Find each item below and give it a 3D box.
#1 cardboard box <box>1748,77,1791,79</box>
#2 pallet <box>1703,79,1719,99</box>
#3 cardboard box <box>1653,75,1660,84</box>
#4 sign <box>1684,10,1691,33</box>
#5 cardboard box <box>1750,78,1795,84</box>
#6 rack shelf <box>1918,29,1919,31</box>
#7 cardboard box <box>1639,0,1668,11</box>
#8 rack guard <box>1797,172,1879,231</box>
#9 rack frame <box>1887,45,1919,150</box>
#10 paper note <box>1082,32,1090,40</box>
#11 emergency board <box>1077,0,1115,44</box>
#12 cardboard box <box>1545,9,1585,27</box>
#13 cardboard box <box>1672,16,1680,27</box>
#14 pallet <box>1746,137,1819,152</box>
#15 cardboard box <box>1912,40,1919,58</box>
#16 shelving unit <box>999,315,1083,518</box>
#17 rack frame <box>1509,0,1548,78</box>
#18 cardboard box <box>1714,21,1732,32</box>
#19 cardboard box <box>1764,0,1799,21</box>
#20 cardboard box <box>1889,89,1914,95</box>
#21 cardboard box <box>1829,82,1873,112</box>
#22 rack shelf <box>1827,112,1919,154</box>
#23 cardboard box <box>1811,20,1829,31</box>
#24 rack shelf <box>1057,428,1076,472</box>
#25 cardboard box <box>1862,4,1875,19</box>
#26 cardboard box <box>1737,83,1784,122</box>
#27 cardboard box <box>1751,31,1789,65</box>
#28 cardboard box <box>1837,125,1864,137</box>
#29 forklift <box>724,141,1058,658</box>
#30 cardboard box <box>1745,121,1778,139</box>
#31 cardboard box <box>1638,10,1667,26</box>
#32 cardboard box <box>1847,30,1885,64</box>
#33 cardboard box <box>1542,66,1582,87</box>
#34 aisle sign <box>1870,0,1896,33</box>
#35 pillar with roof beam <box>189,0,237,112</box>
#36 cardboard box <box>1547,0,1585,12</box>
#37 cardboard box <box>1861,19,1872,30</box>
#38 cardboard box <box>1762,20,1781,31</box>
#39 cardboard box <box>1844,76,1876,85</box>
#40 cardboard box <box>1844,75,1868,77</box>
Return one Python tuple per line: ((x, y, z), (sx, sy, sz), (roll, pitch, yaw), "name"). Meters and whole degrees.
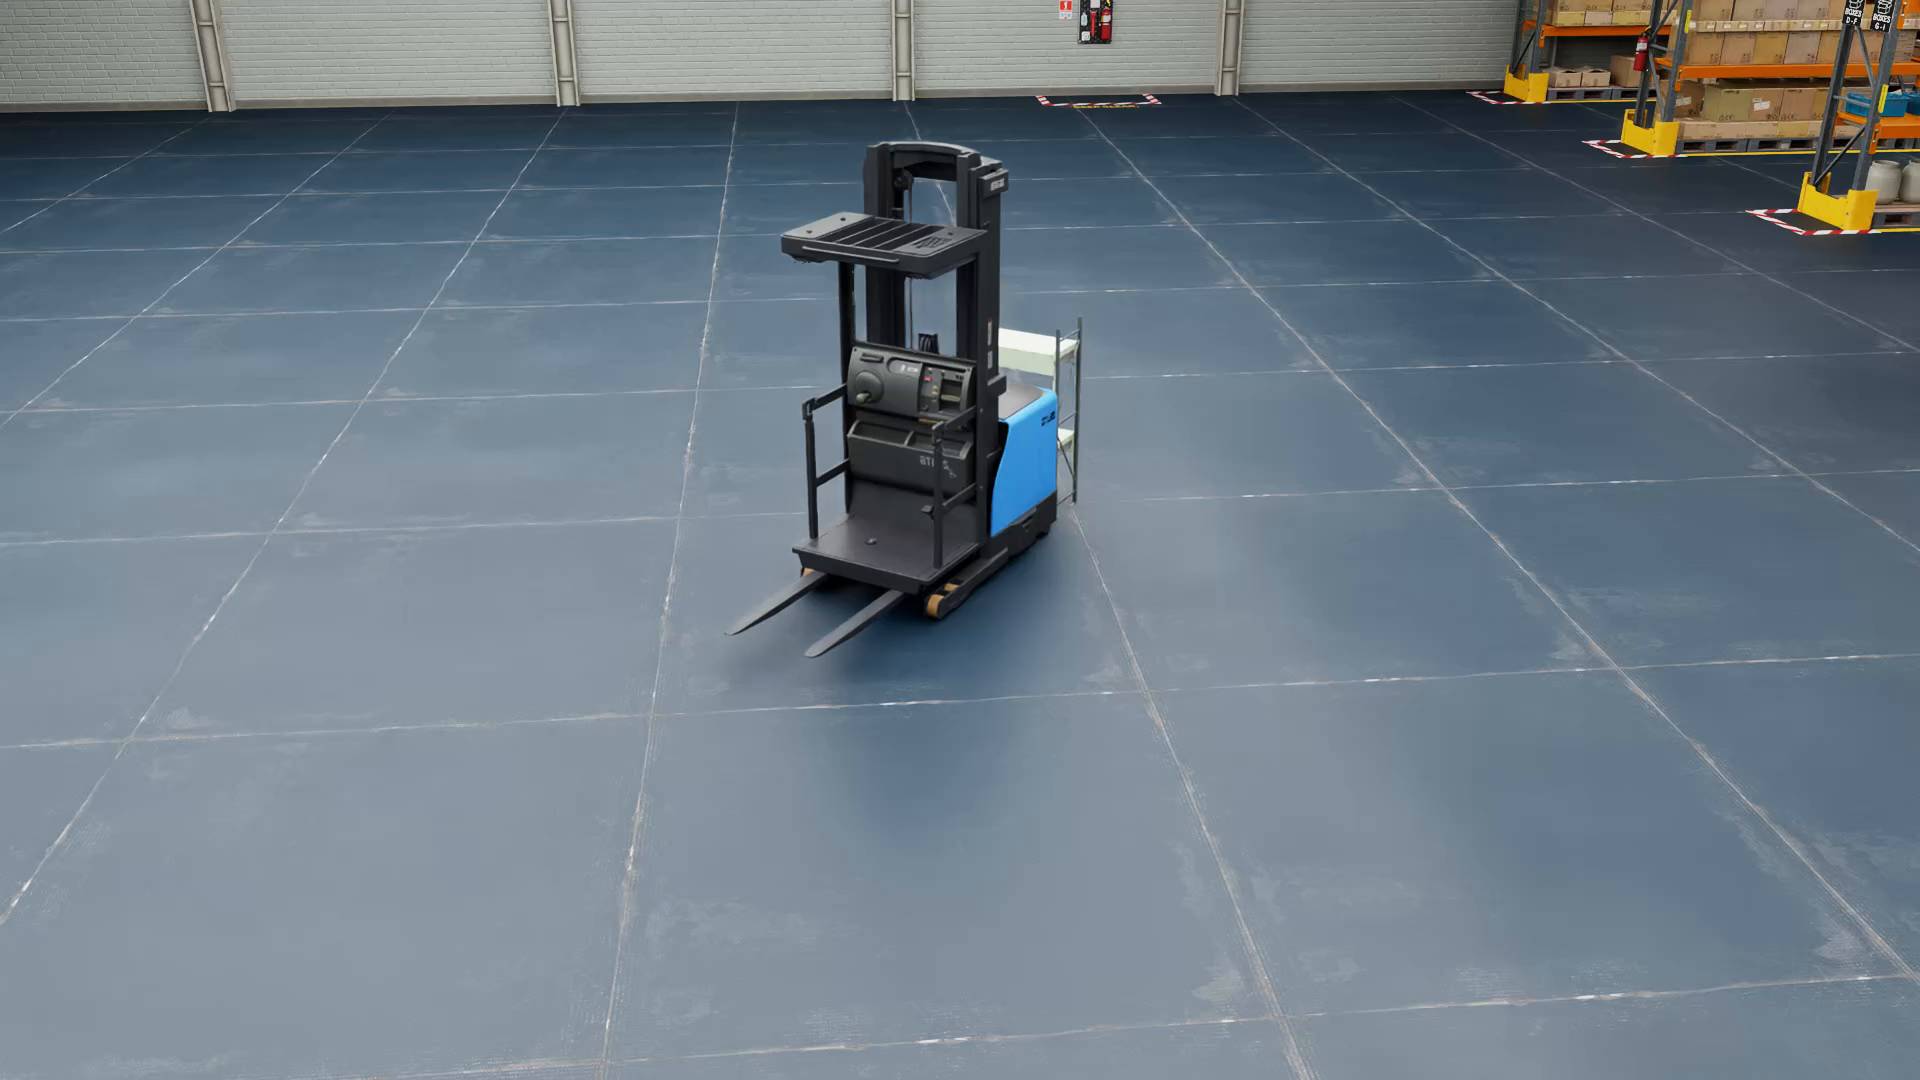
((15.010, -8.770, 30.824), (0.500, 0.500, 0.700), (-1, 24, -3), "cardboard box")
((13.614, -8.360, 30.798), (1.213, 0.211, 1.003), (-2, 24, -5), "pallet")
((12.686, -8.518, 30.689), (0.250, 0.149, 0.380), (-4, 24, -9), "cardboard box")
((10.838, -7.721, 24.764), (0.005, 0.325, 0.100), (-2, 24, -5), "sign")
((12.785, -6.998, 26.247), (0.500, 0.500, 0.500), (-2, 24, -5), "cardboard box")
((16.270, -9.426, 30.650), (4.000, 0.370, 1.077), (-2, 24, -5), "rack shelf")
((12.323, -9.756, 29.742), (0.500, 0.500, 0.500), (-2, 24, -3), "cardboard box")
((11.343, -4.391, 21.513), (0.348, 0.500, 1.175), (-2, 24, -5), "rack guard")
((14.770, -7.673, 25.820), (0.127, 3.000, 1.000), (-2, 24, -5), "rack frame")
((2.293, -9.189, 30.314), (0.142, 0.148, 0.016), (-2, 24, -5), "paper note")
((2.476, -9.570, 30.088), (0.643, 1.169, 0.194), (-2, 24, -5), "emergency board")
((10.816, -9.347, 29.747), (0.500, 0.250, 0.500), (-3, 24, -7), "cardboard box")
((11.151, -7.948, 25.516), (0.250, 0.149, 0.380), (-3, 24, -6), "cardboard box")
((12.758, -6.334, 26.240), (1.213, 0.211, 1.003), (-2, 24, -5), "pallet")
((15.256, -7.642, 25.934), (0.500, 0.250, 0.500), (-1, 24, -2), "cardboard box")
((0.480, -0.978, 12.604), (0.755, 1.500, 0.431), (13, 27, 27), "shelving unit")
((10.299, -9.515, 29.965), (0.127, 3.000, 1.000), (-2, 24, -5), "rack frame")
((11.463, -7.796, 25.174), (0.250, 0.149, 0.380), (-3, 24, -7), "cardboard box")
((12.332, -8.211, 25.310), (0.500, 0.500, 0.700), (-2, 24, -5), "cardboard box")
((15.145, -6.997, 26.476), (0.500, 0.311, 0.500), (-2, 24, -5), "cardboard box")
((13.831, -6.829, 25.866), (0.500, 0.500, 0.500), (-2, 24, -5), "cardboard box")
((13.263, -5.262, 21.282), (4.000, 0.370, 1.077), (-2, 24, -5), "rack shelf")
((12.993, -7.856, 25.309), (0.250, 0.149, 0.380), (-2, 24, -3), "cardboard box")
((0.480, -0.680, 12.736), (0.720, 0.370, 0.431), (13, 27, 27), "rack shelf")
((13.826, -8.271, 25.444), (0.500, 0.500, 0.700), (-2, 24, -5), "cardboard box")
((12.339, -6.769, 25.731), (0.500, 0.500, 0.500), (-2, 24, -5), "cardboard box")
((12.272, -7.613, 25.562), (0.500, 0.500, 0.700), (-2, 24, -5), "cardboard box")
((13.831, -6.486, 26.017), (0.500, 0.250, 0.500), (-2, 24, -5), "cardboard box")
((-0.442, -1.022, 10.941), (1.130, 2.935, 3.031), (13, 27, 27), "forklift")
((12.340, -6.421, 25.872), (0.500, 0.250, 0.500), (-2, 24, -5), "cardboard box")
((12.342, -9.411, 29.890), (0.500, 0.250, 0.500), (-2, 24, -5), "cardboard box")
((13.805, -7.675, 25.701), (0.500, 0.500, 0.700), (-3, 24, -6), "cardboard box")
((10.996, -8.479, 30.402), (0.500, 0.311, 0.500), (-5, 24, -11), "cardboard box")
((11.230, -6.578, 20.155), (0.004, 0.787, 0.394), (-2, 24, -5), "aisle sign")
((-12.550, -9.936, 23.526), (0.400, 9.000, 9.100), (-2, 24, -5), "pillar with roof beam")
((10.803, -9.696, 29.609), (0.500, 0.500, 0.500), (-2, 24, -5), "cardboard box")
((13.752, -7.886, 25.378), (0.250, 0.149, 0.380), (-2, 24, -5), "cardboard box")
((12.228, -7.826, 25.242), (0.250, 0.149, 0.380), (-3, 24, -7), "cardboard box")
((14.278, -7.059, 26.384), (0.500, 0.500, 0.500), (-2, 24, -5), "cardboard box")
((16.533, -8.839, 30.979), (0.500, 0.500, 0.700), (-2, 24, -5), "cardboard box")
